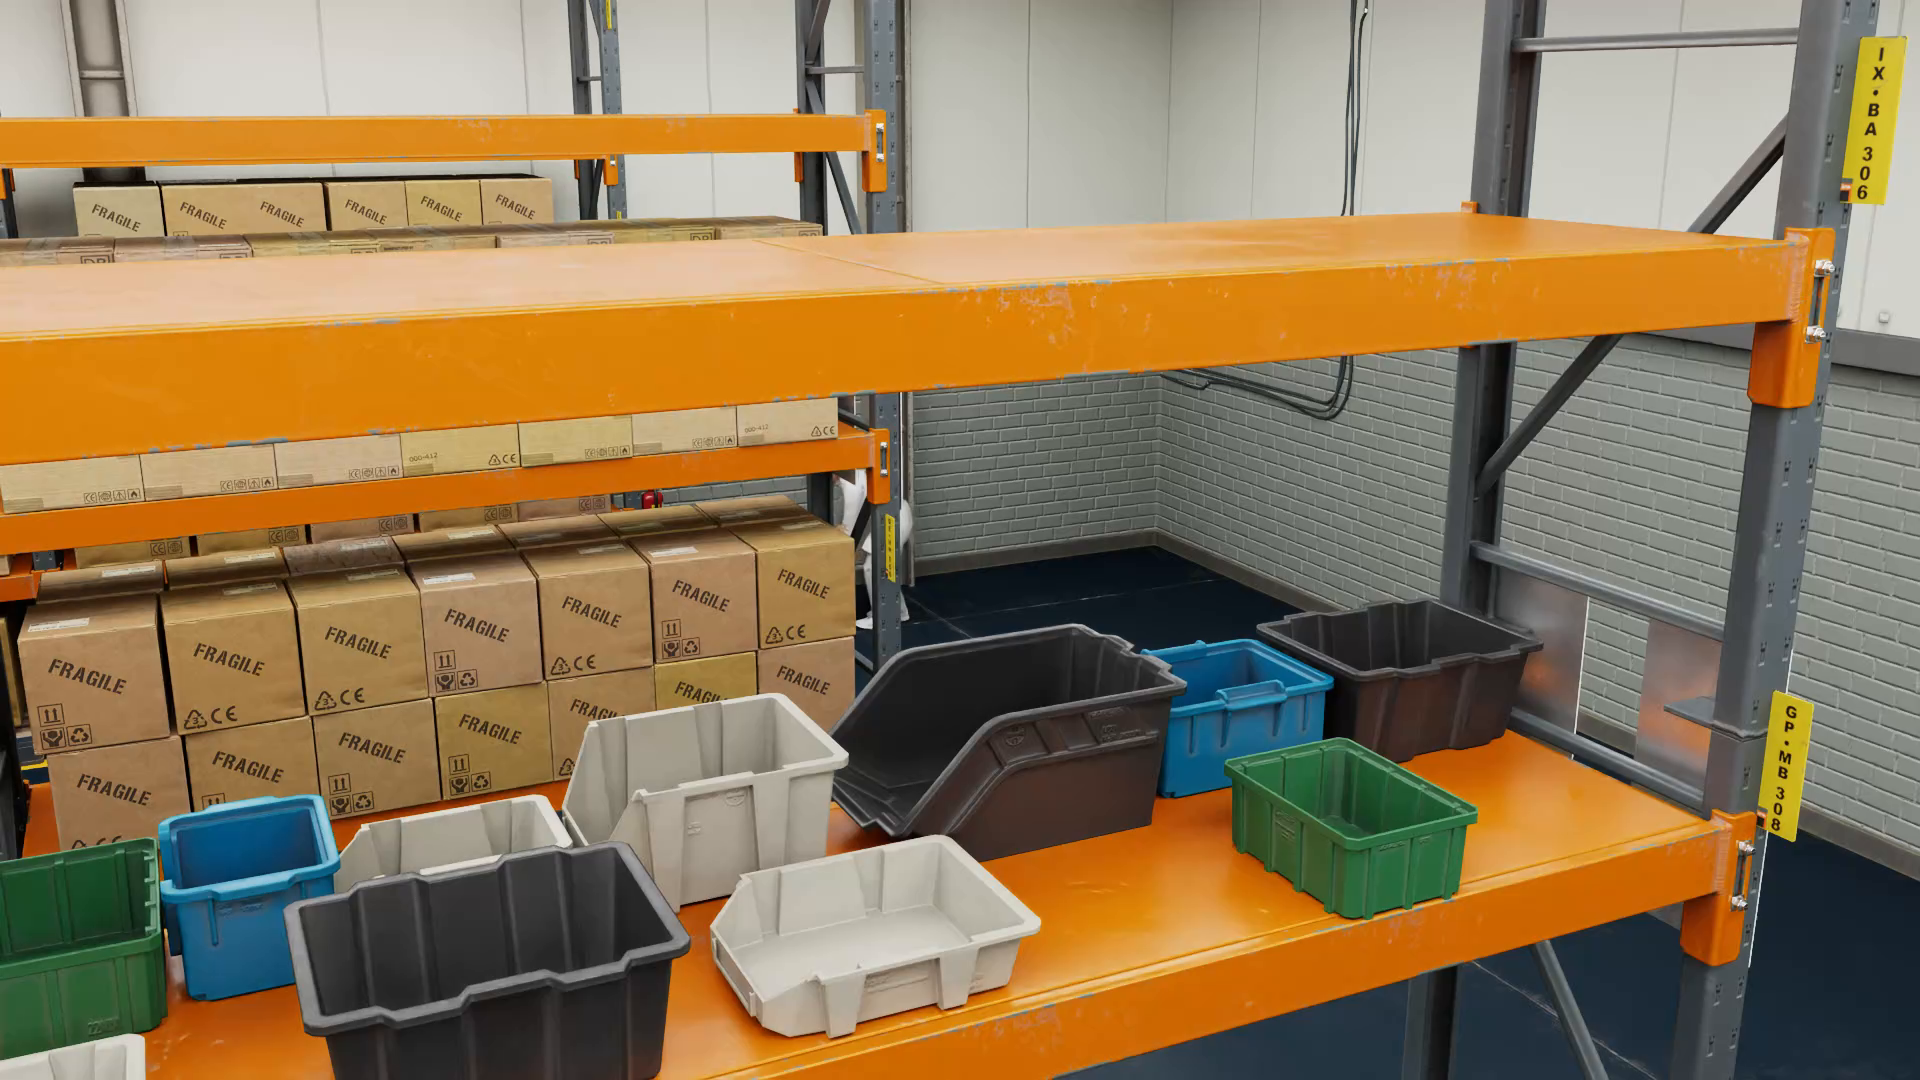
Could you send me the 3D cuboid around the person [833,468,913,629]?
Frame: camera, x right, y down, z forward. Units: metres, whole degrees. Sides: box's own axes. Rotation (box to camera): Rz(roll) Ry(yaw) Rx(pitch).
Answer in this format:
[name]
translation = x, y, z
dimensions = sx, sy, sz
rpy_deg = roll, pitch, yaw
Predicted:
[person]
translation = -0.802, -0.009, 14.110
dimensions = 0.806, 1.508, 0.547
rpy_deg = 1, 15, 5
